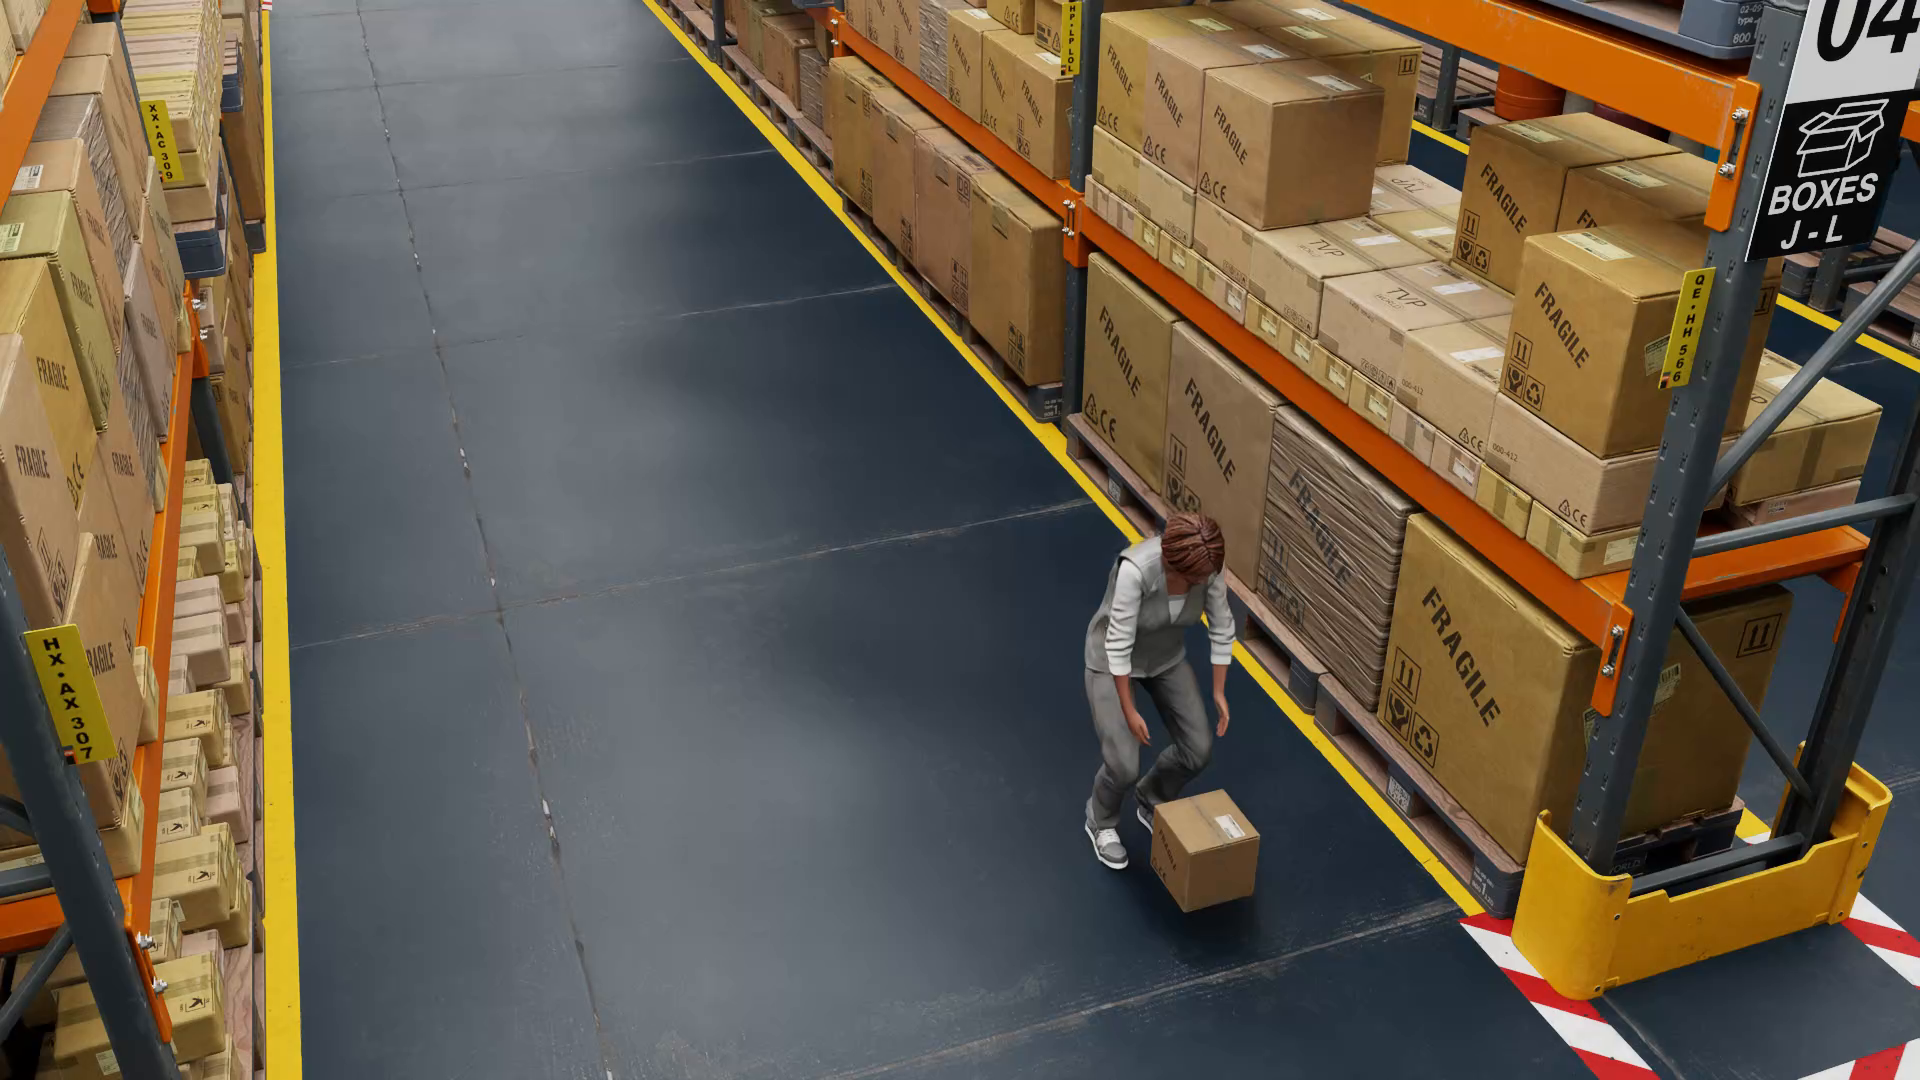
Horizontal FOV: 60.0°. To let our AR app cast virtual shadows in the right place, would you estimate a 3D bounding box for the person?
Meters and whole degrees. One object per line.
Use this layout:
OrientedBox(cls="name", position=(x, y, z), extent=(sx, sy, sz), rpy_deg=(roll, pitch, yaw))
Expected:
OrientedBox(cls="person", position=(0.661, 0.461, 5.534), extent=(0.456, 1.423, 0.560), rpy_deg=(-10, 32, -17))
